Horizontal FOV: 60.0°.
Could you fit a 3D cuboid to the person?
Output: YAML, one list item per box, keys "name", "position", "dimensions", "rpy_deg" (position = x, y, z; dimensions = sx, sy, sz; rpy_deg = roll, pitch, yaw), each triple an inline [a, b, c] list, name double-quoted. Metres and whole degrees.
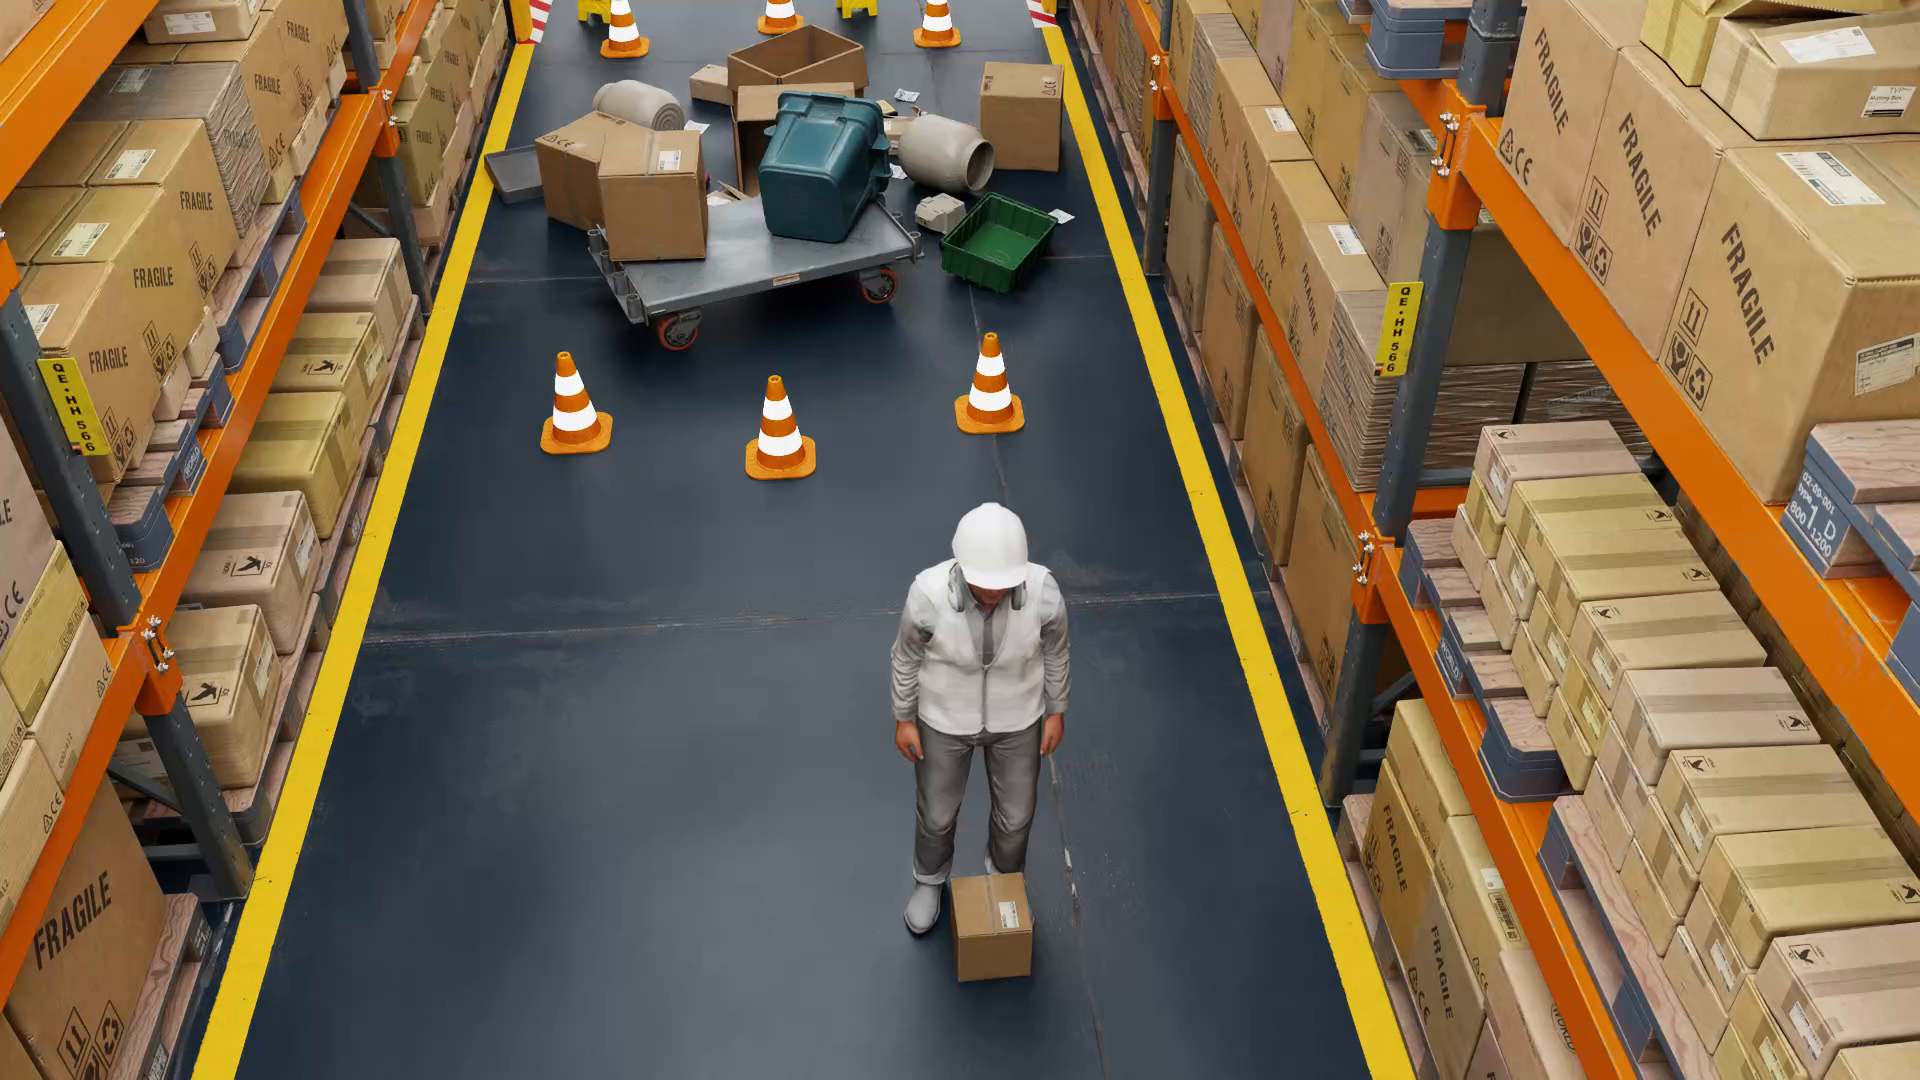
- name: "person"
  position: [0.068, 0.572, 5.423]
  dimensions: [0.580, 1.771, 0.466]
  rpy_deg: [-3, 39, -4]
